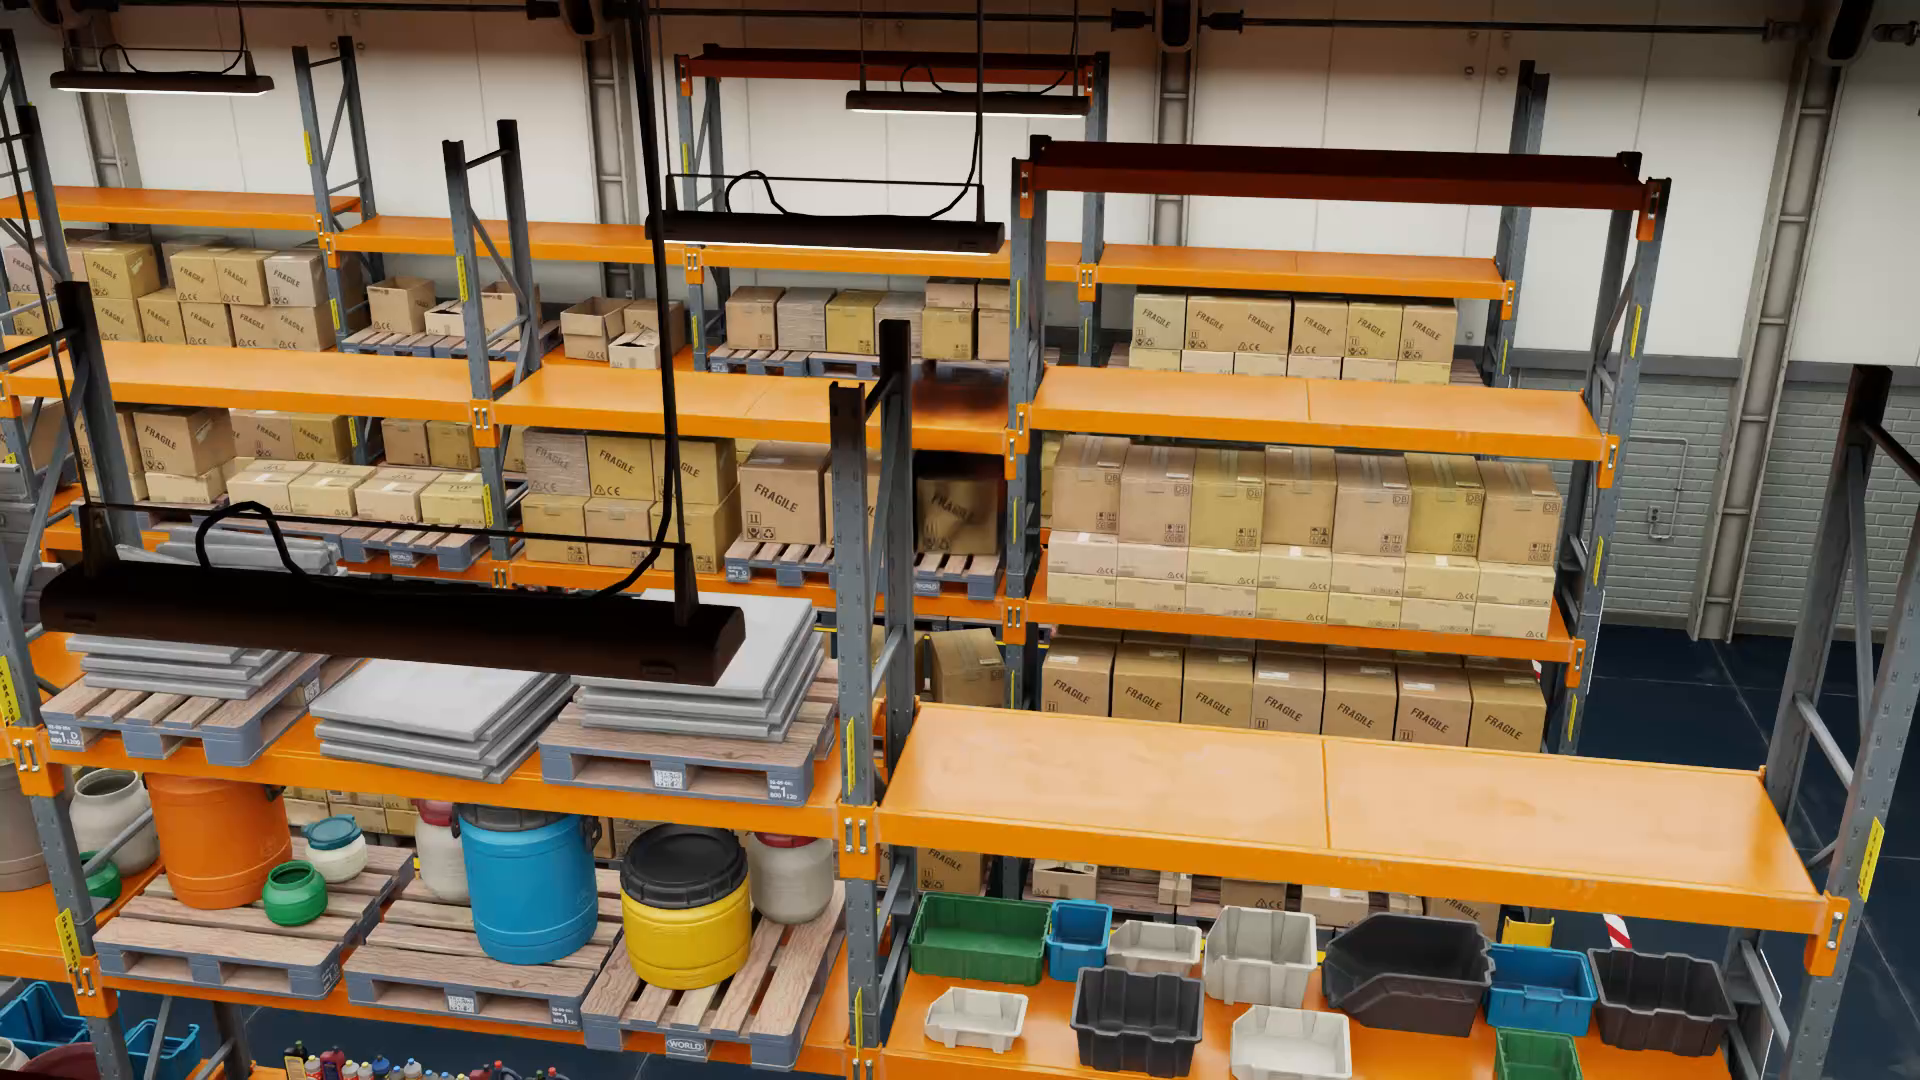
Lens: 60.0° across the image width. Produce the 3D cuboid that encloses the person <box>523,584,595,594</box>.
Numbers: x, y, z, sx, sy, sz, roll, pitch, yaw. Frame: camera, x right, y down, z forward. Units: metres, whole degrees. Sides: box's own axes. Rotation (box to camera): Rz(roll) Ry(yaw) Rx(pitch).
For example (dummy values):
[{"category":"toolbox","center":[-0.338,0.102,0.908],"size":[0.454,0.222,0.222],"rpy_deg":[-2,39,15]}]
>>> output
[{"category":"person","center":[-4.006,0.566,16.854],"size":[0.637,1.751,0.673],"rpy_deg":[16,28,33]}]

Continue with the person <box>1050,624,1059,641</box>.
[{"category":"person","center":[1.139,0.864,15.666],"size":[0.582,1.796,0.467],"rpy_deg":[1,23,3]}]
